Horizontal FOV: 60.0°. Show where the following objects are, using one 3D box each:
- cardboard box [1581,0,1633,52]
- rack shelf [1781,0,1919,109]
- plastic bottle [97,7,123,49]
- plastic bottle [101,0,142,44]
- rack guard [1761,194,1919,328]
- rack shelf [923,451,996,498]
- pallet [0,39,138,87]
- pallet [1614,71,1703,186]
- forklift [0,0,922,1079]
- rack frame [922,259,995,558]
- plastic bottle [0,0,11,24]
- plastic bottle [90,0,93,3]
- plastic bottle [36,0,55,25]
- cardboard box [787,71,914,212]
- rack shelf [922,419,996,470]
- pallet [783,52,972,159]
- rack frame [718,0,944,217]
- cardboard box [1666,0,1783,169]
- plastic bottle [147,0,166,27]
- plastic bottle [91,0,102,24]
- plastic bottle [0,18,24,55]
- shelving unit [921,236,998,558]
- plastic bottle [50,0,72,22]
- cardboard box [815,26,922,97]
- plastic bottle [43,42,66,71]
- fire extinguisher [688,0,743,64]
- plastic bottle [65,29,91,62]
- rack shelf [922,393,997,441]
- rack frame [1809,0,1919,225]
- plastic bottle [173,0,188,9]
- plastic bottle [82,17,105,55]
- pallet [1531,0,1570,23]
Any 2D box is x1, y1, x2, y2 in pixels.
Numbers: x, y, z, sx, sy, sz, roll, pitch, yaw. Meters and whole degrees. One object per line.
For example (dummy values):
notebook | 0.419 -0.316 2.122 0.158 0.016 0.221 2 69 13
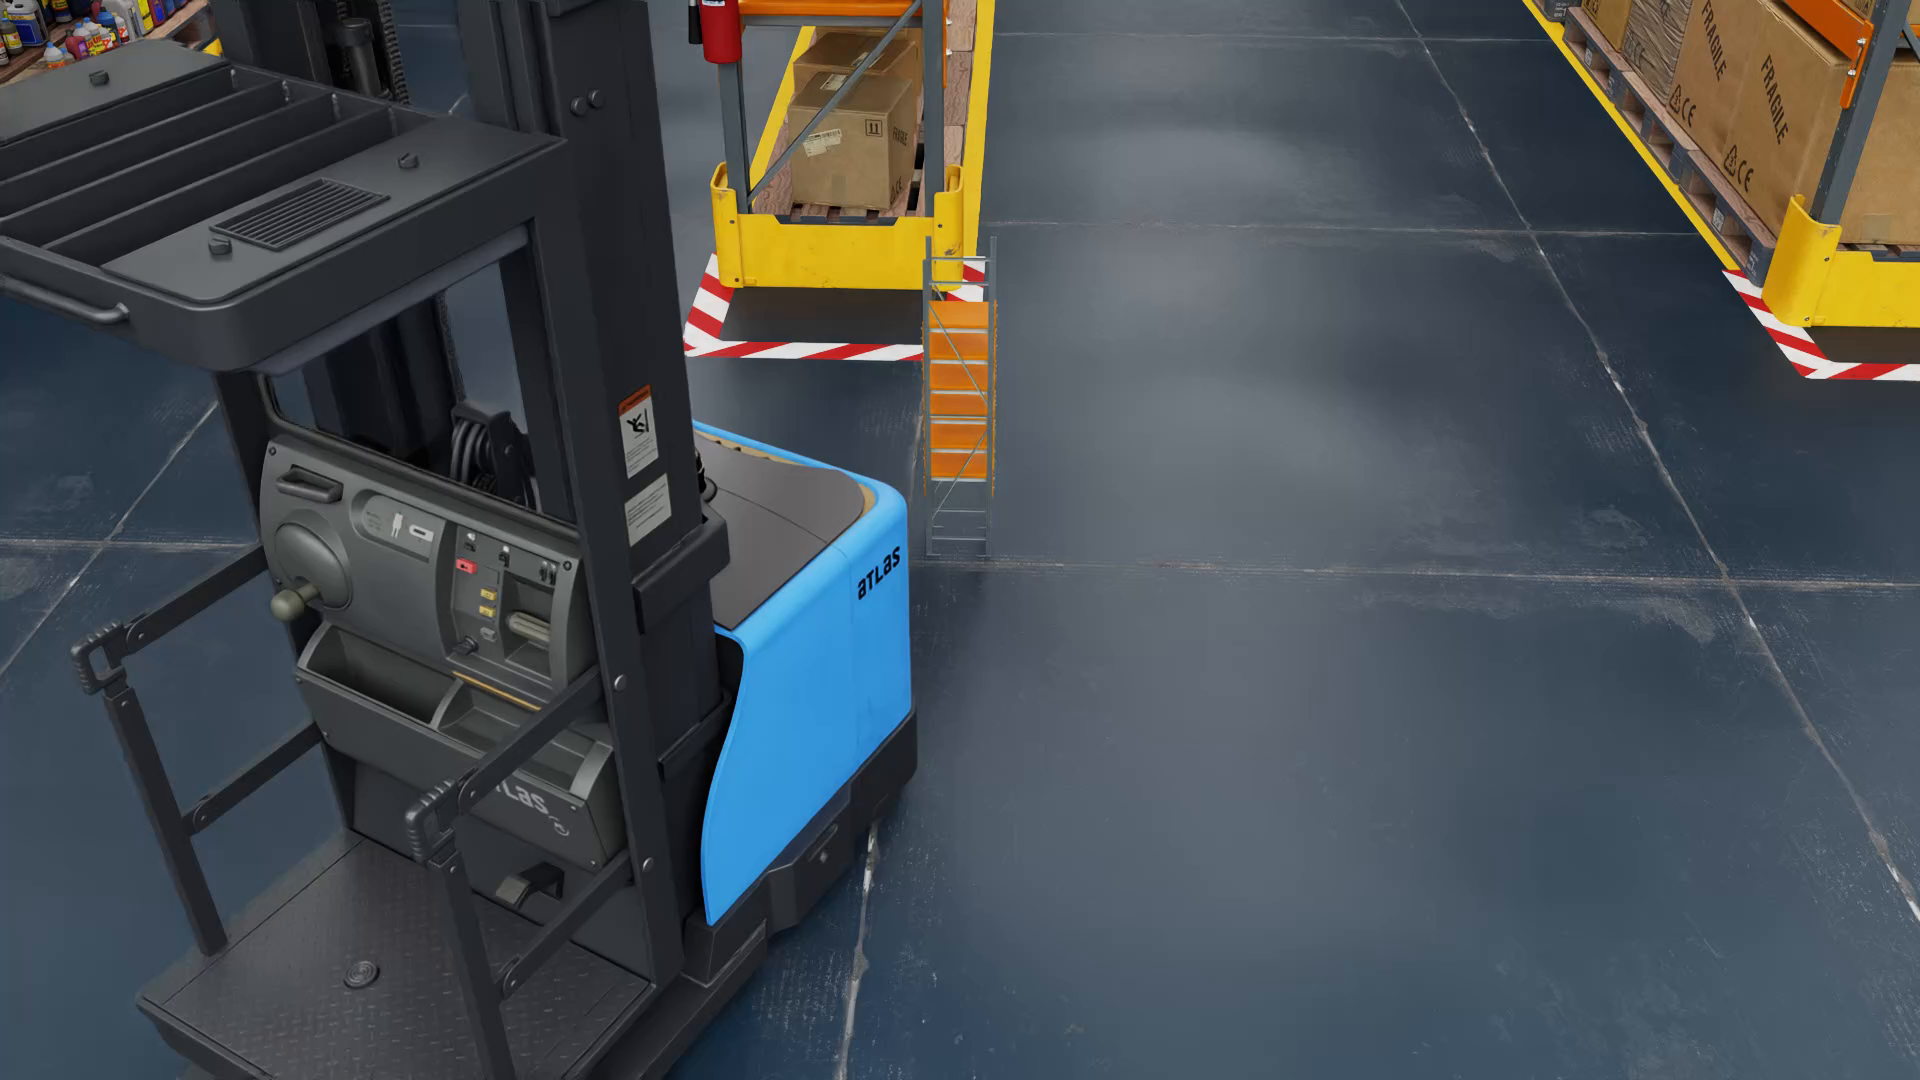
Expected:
cardboard box | 4.442 -3.550 10.175 0.875 0.875 0.875 2 35 3
rack shelf | 4.457 -3.164 8.769 1.077 0.370 4.000 1 35 2
plastic bottle | -5.114 -3.065 9.993 0.097 0.271 0.097 0 35 0
plastic bottle | -5.133 -3.194 10.172 0.152 0.276 0.135 2 35 3
rack guard | 4.376 -1.273 7.626 1.175 0.500 0.348 1 35 2
rack shelf | -0.001 -0.250 6.057 0.258 0.103 0.180 1 35 2
pallet | -5.478 -2.666 9.860 1.003 0.211 1.213 1 35 2
pallet | 4.382 -2.329 9.380 1.003 0.211 1.213 1 35 2
forklift | -1.297 0.117 3.535 1.130 2.935 3.031 19 39 24
rack frame | -0.004 -0.430 5.818 0.240 1.200 0.006 1 35 2
plastic bottle | -5.835 -3.184 10.093 0.144 0.351 0.185 1 35 2
plastic bottle | -5.694 -3.602 10.746 0.061 0.283 0.133 1 35 2
plastic bottle | -5.818 -3.428 10.440 0.144 0.351 0.185 0 35 0
cardboard box | -0.533 -1.989 8.281 0.500 0.500 0.500 8 36 11
rack shelf | -0.001 -0.348 5.988 0.258 0.103 0.180 1 35 2
pallet | -0.452 -2.550 9.694 1.003 0.211 1.213 1 35 2
rack frame | -0.575 -2.482 7.173 1.000 3.000 0.127 1 35 2
cardboard box | 4.371 -2.508 8.693 0.875 0.875 0.875 1 35 1
plastic bottle | -5.074 -3.382 10.433 0.061 0.283 0.133 4 35 5
plastic bottle | -5.239 -3.199 10.173 0.061 0.283 0.133 1 35 2
plastic bottle | -5.720 -3.038 10.015 0.097 0.201 0.097 0 35 0
shelving unit | -0.001 -0.483 5.893 0.258 1.200 0.189 1 35 2
plastic bottle | -5.696 -3.418 10.495 0.097 0.271 0.097 0 35 0
cardboard box | -0.500 -2.693 9.282 0.500 0.500 0.500 4 35 6
plastic bottle | -5.140 -2.694 9.465 0.097 0.271 0.097 0 35 0
fire extinguisher | -1.040 -2.395 7.116 0.296 0.674 0.183 1 35 2
plastic bottle | -5.113 -2.829 9.646 0.061 0.283 0.133 2 35 3
rack shelf | -0.001 -0.446 5.919 0.258 0.103 0.180 1 35 2
rack frame | 4.377 -2.309 6.927 1.000 3.000 0.127 1 35 2
plastic bottle | -5.101 -3.614 10.705 0.144 0.351 0.185 0 35 1
plastic bottle | -5.122 -2.949 9.827 0.097 0.271 0.097 0 35 0
pallet | 4.493 -3.912 11.632 1.003 0.211 1.213 1 35 2
